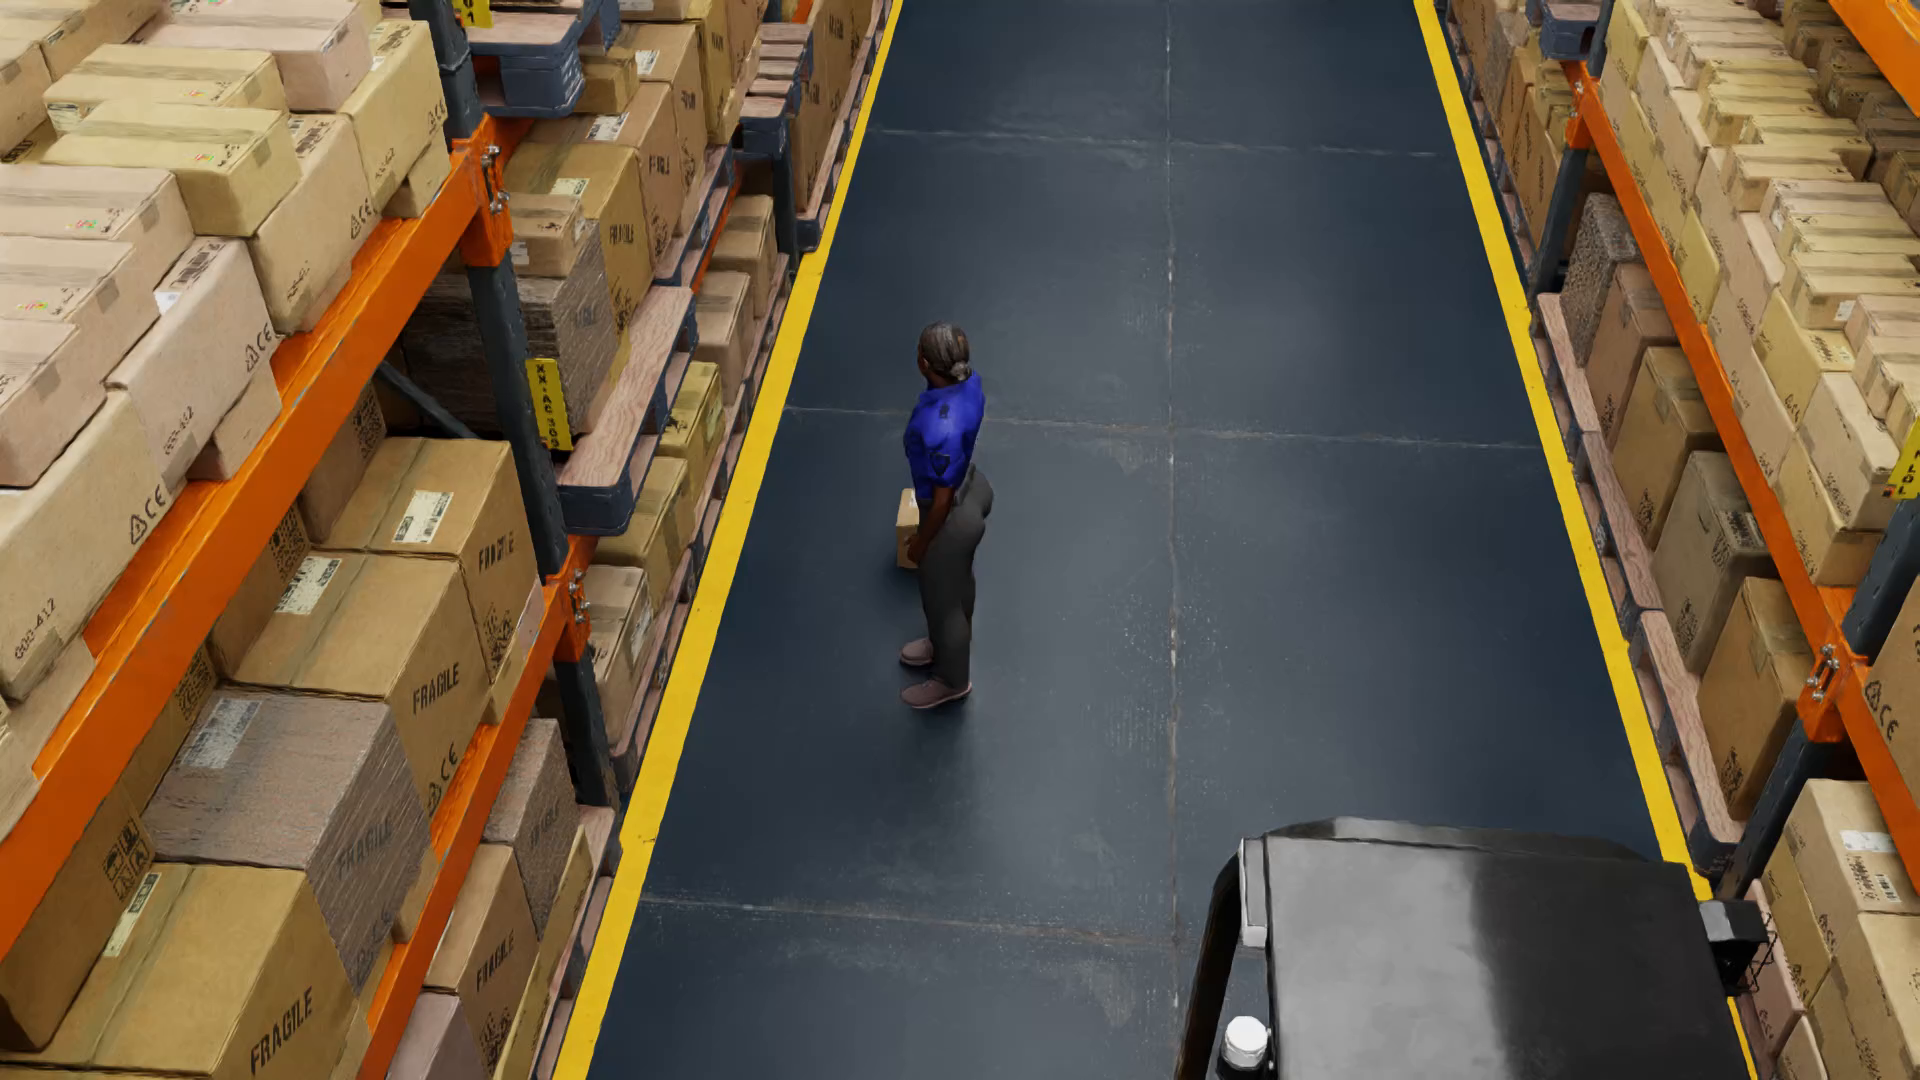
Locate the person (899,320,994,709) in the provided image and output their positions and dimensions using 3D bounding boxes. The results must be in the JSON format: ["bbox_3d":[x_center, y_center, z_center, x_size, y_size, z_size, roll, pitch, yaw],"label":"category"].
[{"bbox_3d":[-0.072,-0.093,6.263,0.375,1.700,0.497,8,41,9],"label":"person"}]
